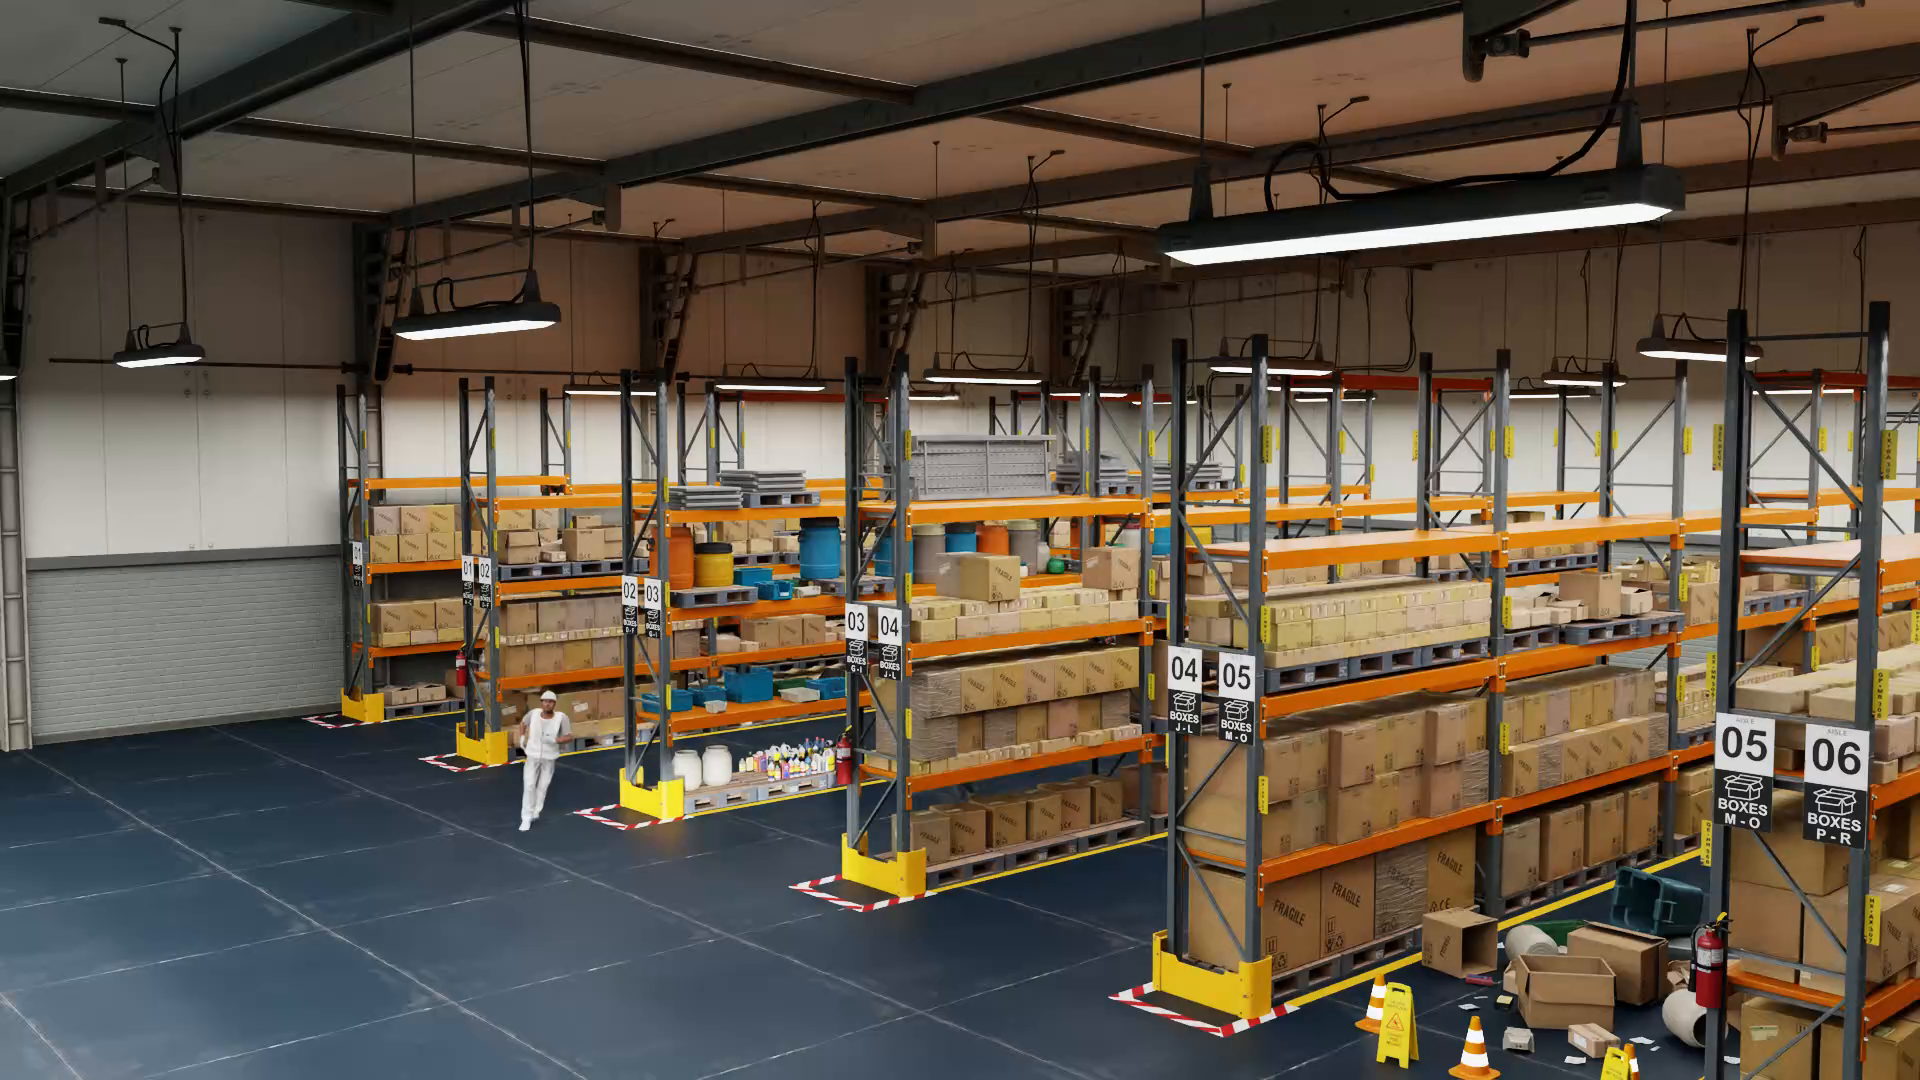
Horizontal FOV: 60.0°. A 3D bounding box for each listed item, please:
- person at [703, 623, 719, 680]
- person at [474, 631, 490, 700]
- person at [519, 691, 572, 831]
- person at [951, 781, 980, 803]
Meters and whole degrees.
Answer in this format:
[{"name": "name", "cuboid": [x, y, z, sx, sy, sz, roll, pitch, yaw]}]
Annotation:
[{"name": "person", "cuboid": [-4.701, 2.331, 31.418, 0.512, 1.540, 0.530, 3, 5, 41]}, {"name": "person", "cuboid": [-7.906, 2.456, 28.108, 0.638, 1.833, 0.767, 3, 5, 40]}, {"name": "person", "cuboid": [-5.435, 2.872, 21.815, 0.685, 1.840, 0.711, -1, 4, -11]}, {"name": "person", "cuboid": [-0.010, 2.823, 22.473, 0.692, 1.720, 0.589, 3, 5, 36]}]
